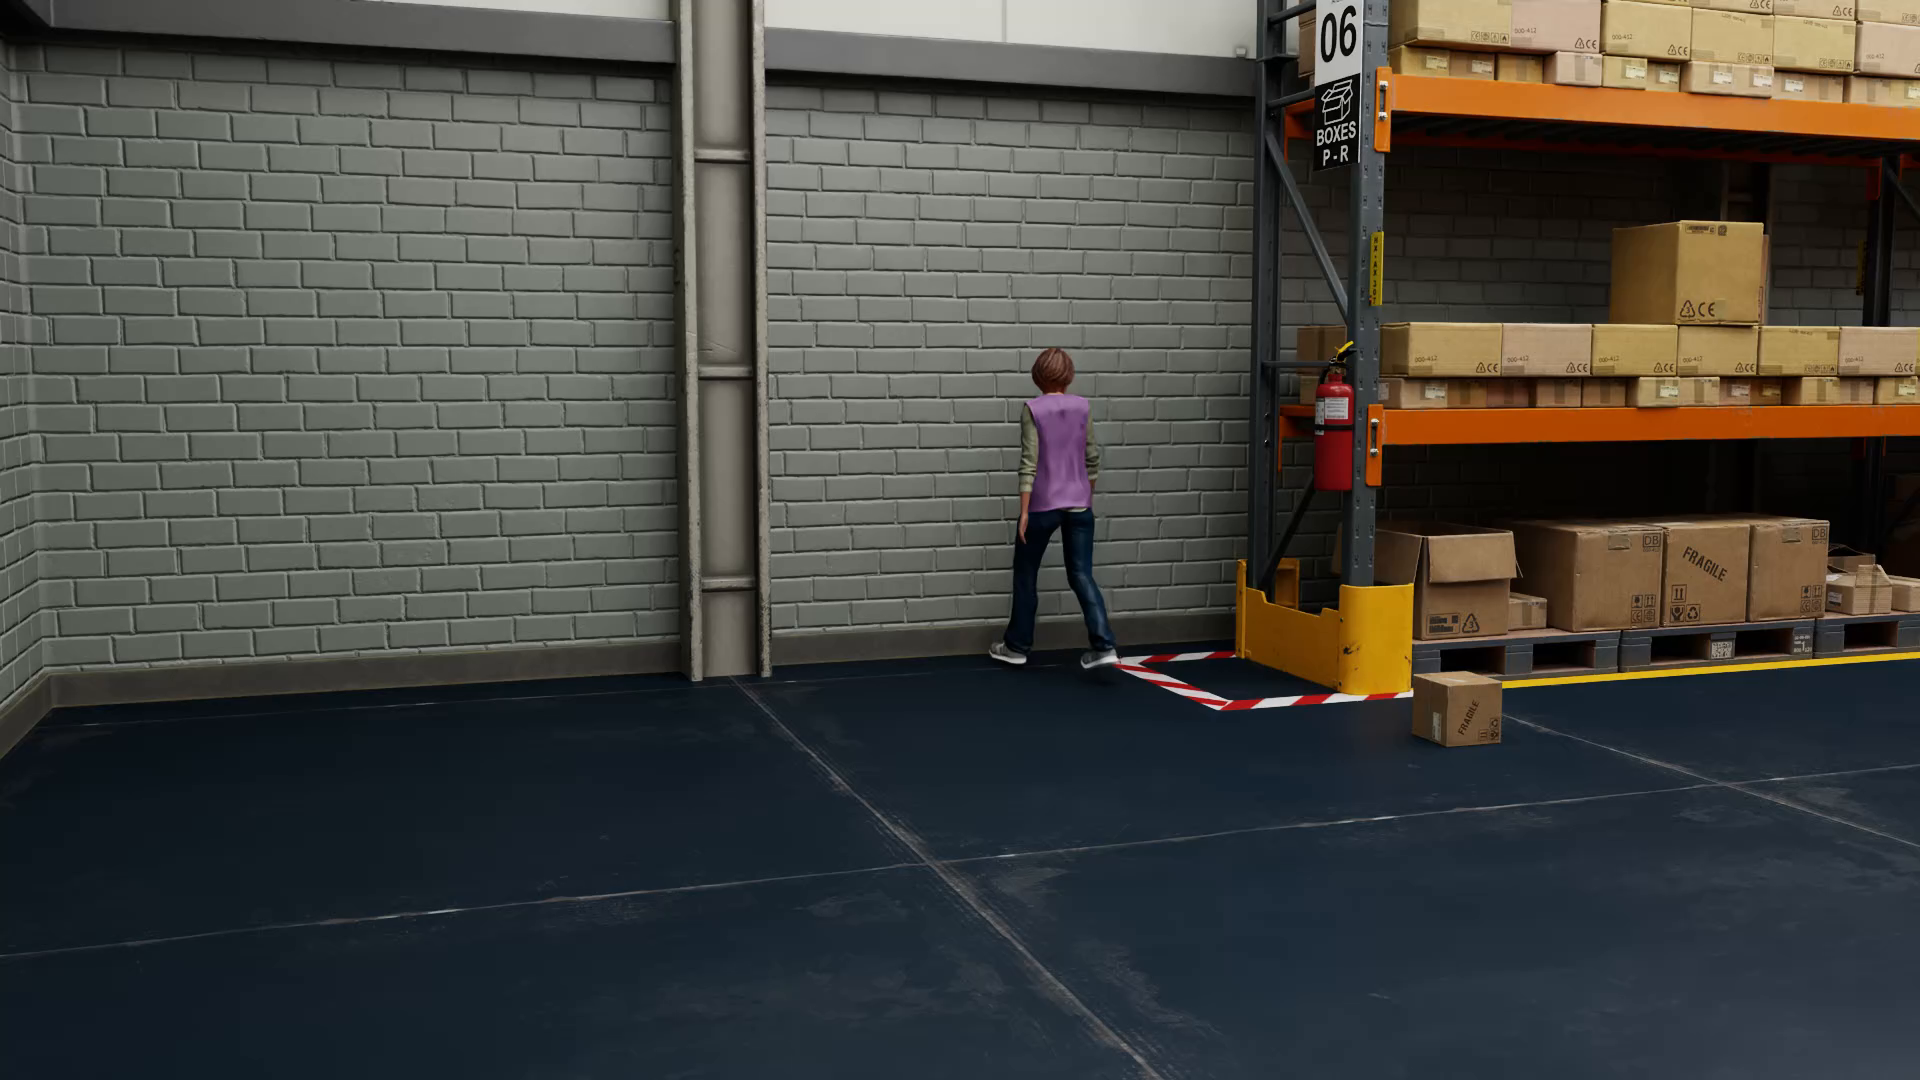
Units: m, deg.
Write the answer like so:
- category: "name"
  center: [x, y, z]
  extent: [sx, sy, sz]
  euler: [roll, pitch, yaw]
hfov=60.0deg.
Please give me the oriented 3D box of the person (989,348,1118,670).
- category: "person"
  center: [0.460, -0.147, 8.094]
  extent: [0.452, 1.553, 0.799]
  euler: [-2, 6, -20]
